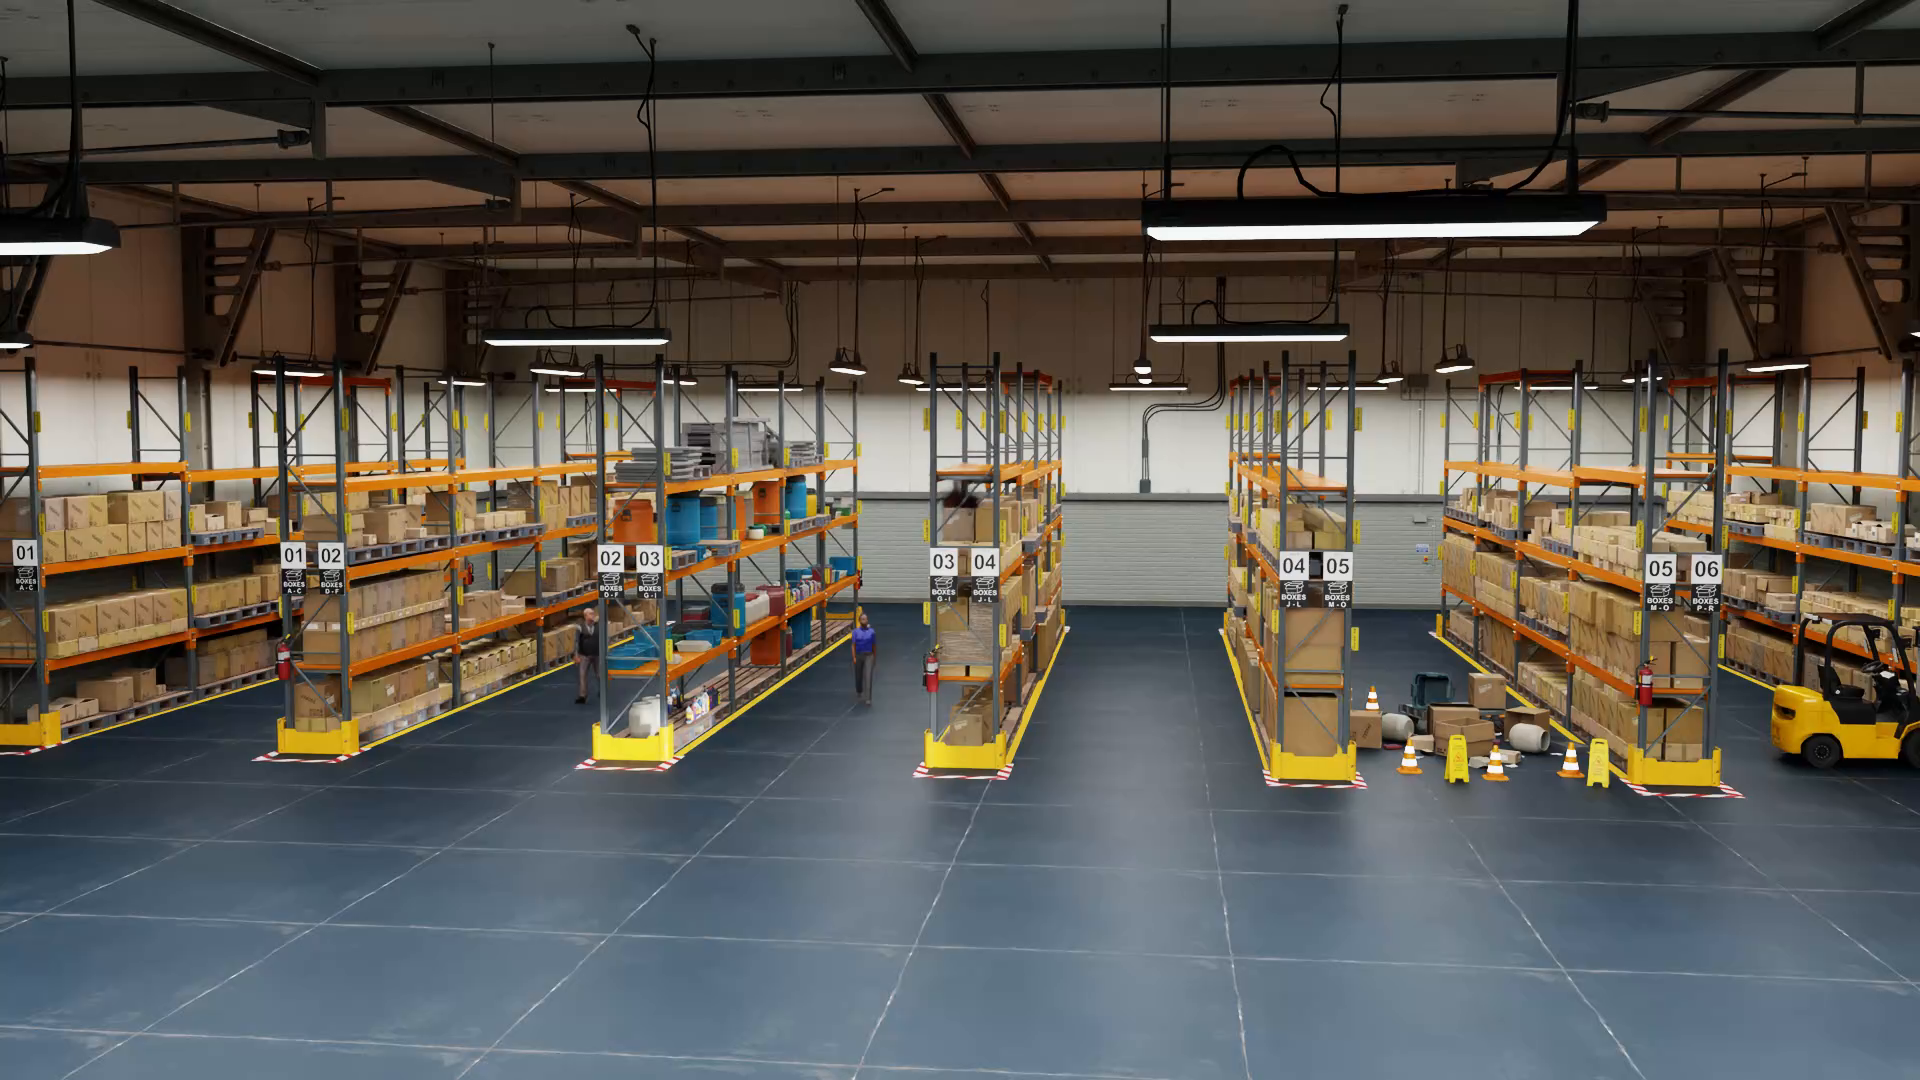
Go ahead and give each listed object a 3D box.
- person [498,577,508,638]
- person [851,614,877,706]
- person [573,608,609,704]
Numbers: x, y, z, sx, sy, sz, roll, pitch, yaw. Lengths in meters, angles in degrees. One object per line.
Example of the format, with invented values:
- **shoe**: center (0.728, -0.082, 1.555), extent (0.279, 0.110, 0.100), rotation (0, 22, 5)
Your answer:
- **person**: center (-10.177, 1.611, 37.215), extent (0.561, 1.575, 0.648), rotation (1, 4, 10)
- **person**: center (-1.704, 2.114, 29.539), extent (0.455, 1.589, 0.939), rotation (0, 4, -3)
- **person**: center (-6.569, 2.061, 29.675), extent (0.678, 1.669, 1.045), rotation (0, 4, 4)
